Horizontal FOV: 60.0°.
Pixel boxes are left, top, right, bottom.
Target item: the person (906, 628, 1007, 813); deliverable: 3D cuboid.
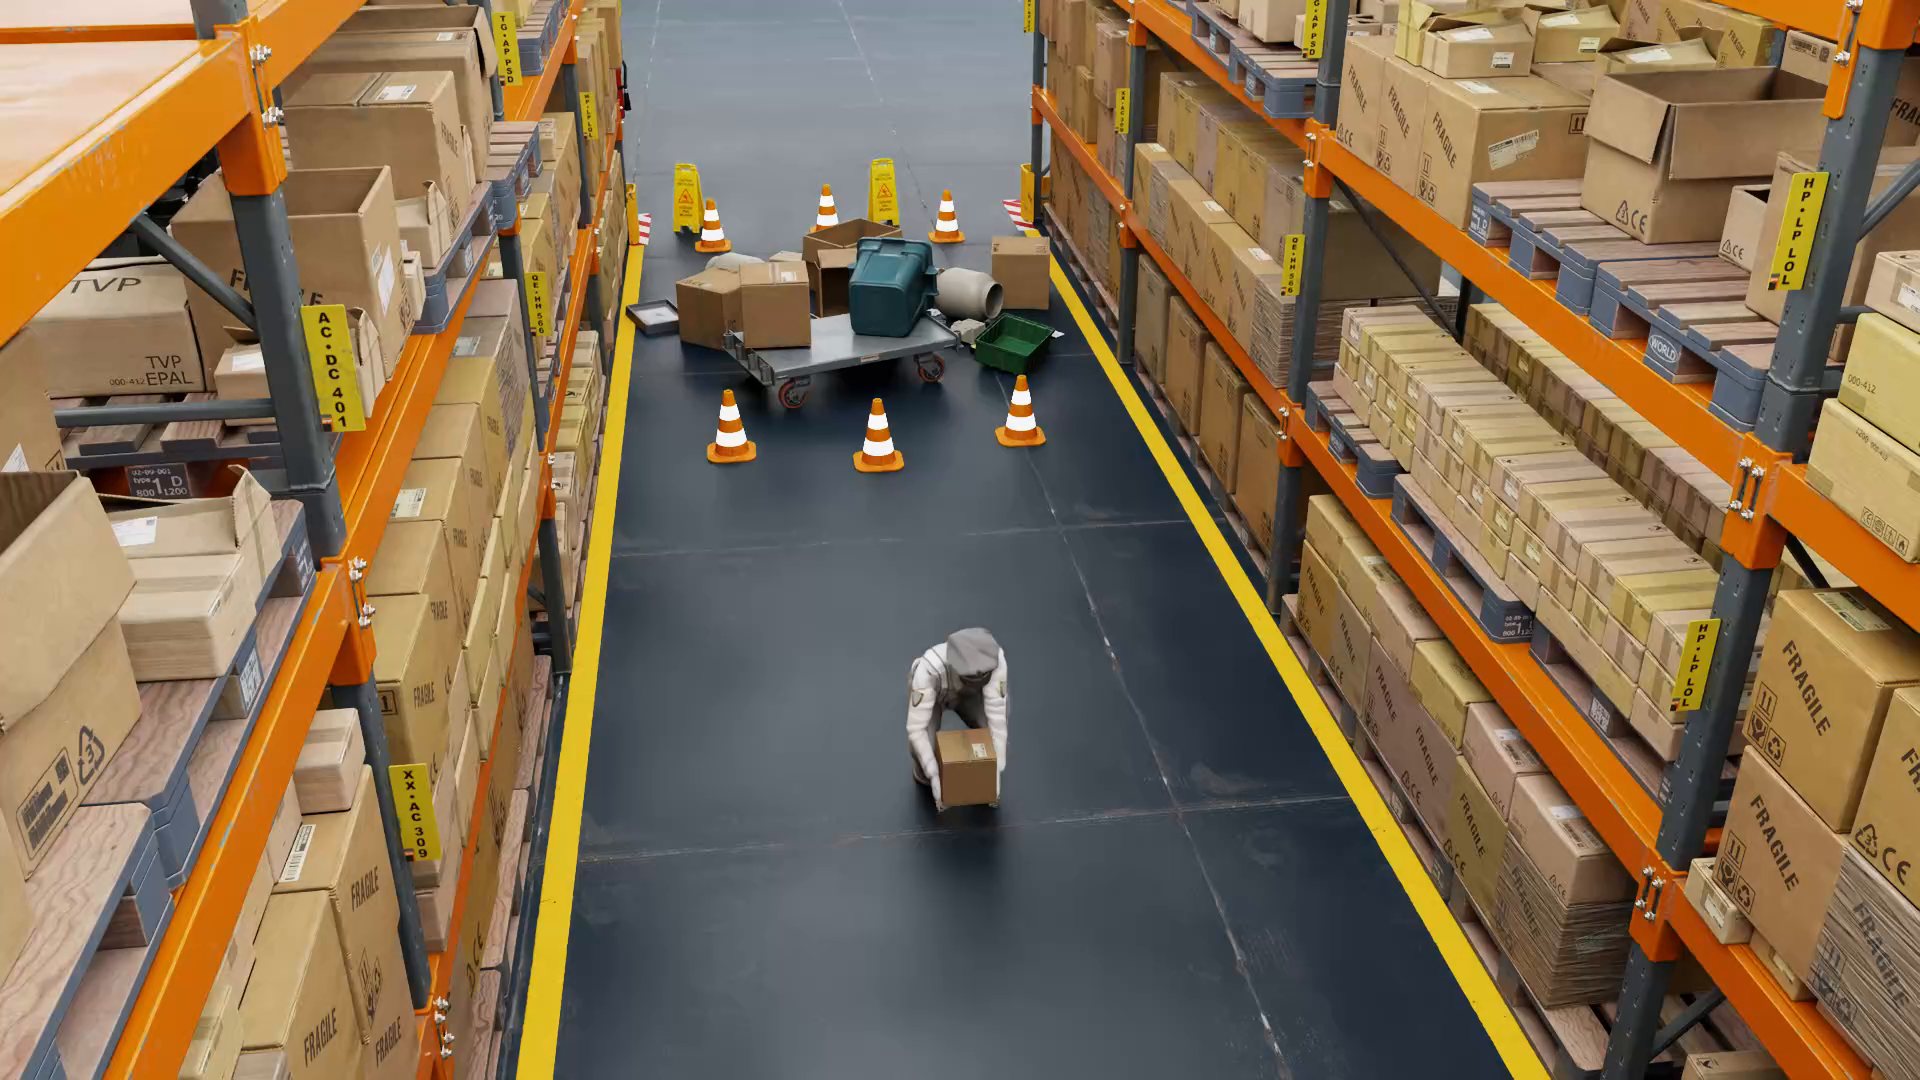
[{"bbox_3d":[-0.027,0.772,7.900,0.490,0.969,0.823,-4,28,-8],"label":"person"}]
